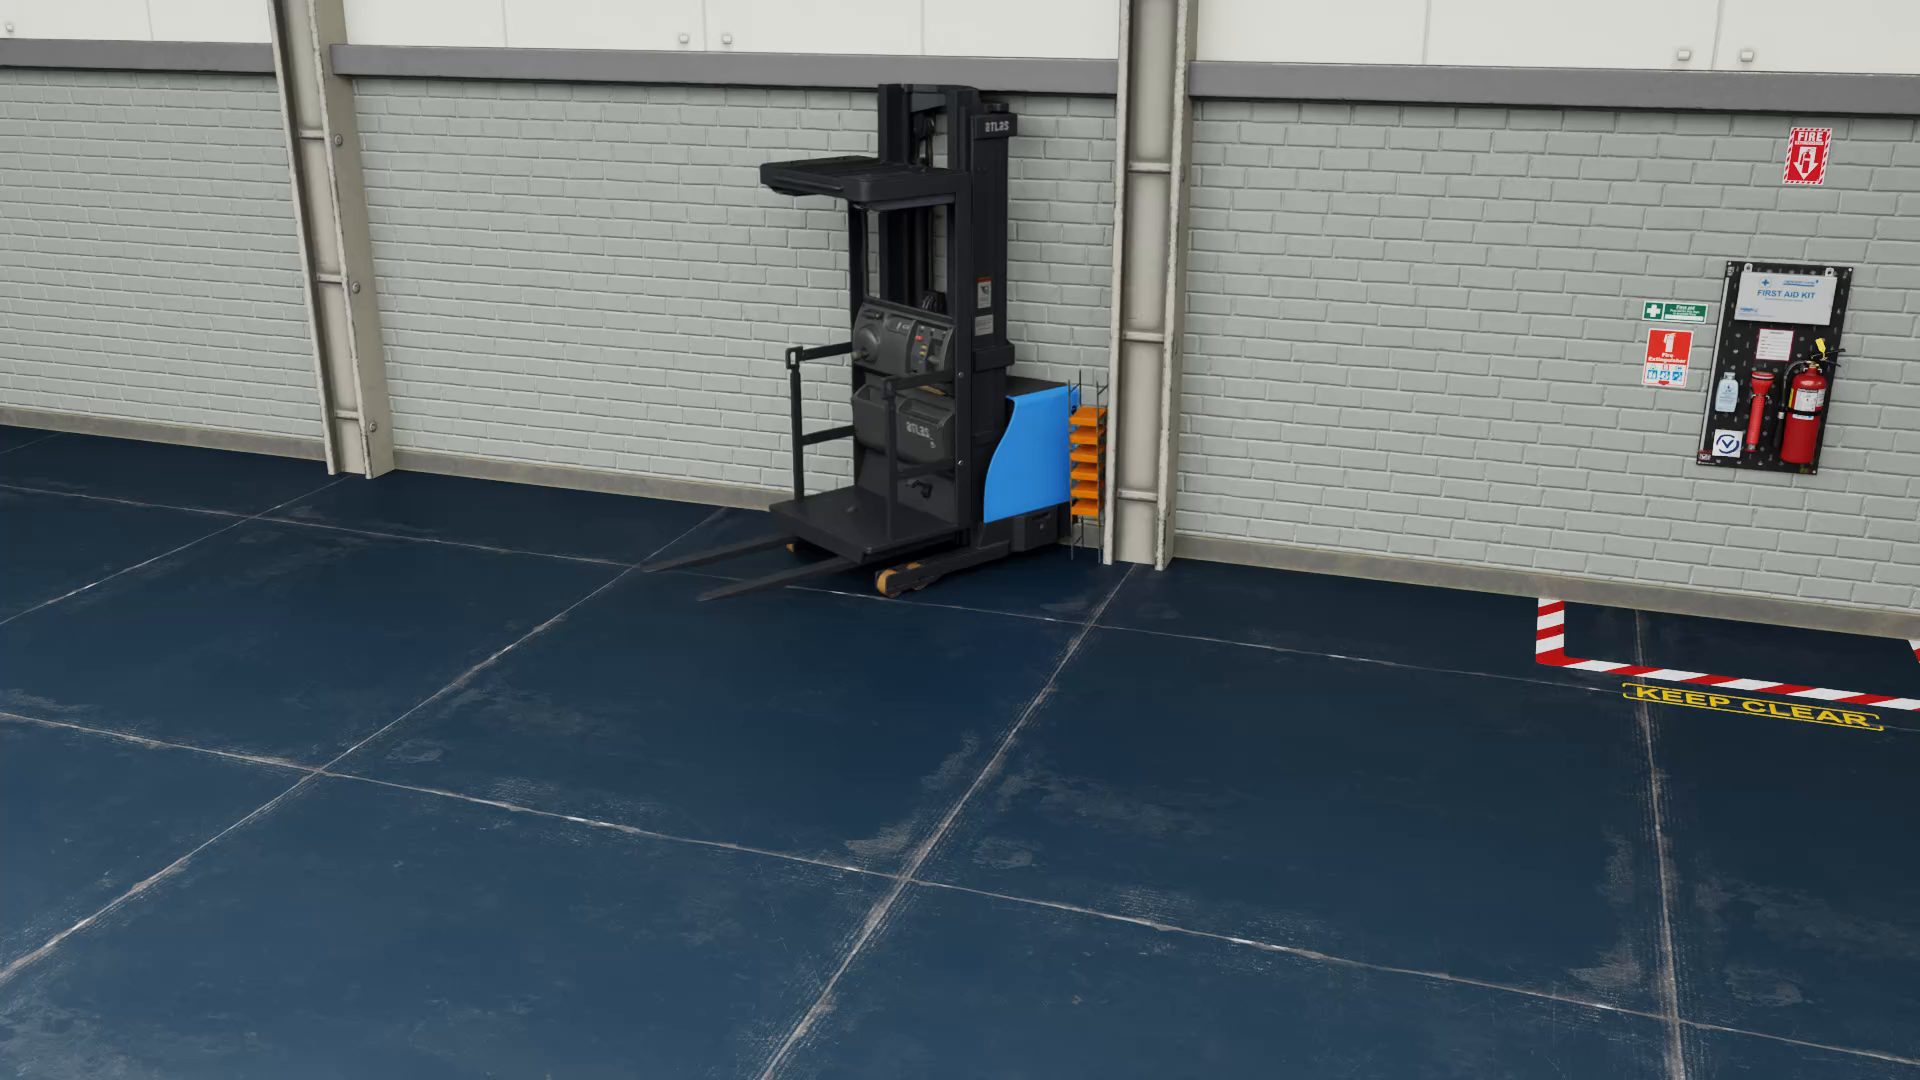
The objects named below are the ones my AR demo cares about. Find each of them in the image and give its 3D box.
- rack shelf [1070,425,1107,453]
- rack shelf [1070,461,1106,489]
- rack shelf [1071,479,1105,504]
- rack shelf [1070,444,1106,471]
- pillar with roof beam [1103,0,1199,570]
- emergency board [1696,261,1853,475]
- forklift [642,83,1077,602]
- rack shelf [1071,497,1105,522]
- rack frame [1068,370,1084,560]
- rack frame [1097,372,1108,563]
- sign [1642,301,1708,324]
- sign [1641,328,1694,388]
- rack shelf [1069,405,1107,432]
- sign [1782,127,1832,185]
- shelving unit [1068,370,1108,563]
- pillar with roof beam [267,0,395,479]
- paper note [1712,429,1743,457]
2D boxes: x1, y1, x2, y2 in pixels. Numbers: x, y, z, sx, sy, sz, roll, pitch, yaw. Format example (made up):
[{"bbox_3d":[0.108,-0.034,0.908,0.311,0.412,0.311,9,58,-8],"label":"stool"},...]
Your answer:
[{"bbox_3d":[0.816,-0.644,10.480,0.180,0.103,0.258,6,23,21],"label":"rack shelf"},{"bbox_3d":[0.826,-0.421,10.569,0.180,0.103,0.258,6,23,21],"label":"rack shelf"},{"bbox_3d":[0.831,-0.310,10.614,0.180,0.103,0.258,6,23,21],"label":"rack shelf"},{"bbox_3d":[0.821,-0.533,10.525,0.180,0.103,0.258,6,23,21],"label":"rack shelf"},{"bbox_3d":[-0.262,-2.786,5.399,0.400,9.000,9.100,7,20,18],"label":"pillar with roof beam"},{"bbox_3d":[4.497,-0.923,9.166,0.643,1.169,0.194,7,20,18],"label":"emergency board"},{"bbox_3d":[-0.517,-1.231,10.154,3.031,2.935,1.130,-15,24,-37],"label":"forklift"},{"bbox_3d":[0.837,-0.199,10.659,0.180,0.103,0.258,6,23,21],"label":"rack shelf"},{"bbox_3d":[0.740,-0.472,10.586,0.006,1.200,0.240,6,23,21],"label":"rack frame"},{"bbox_3d":[0.909,-0.453,10.520,0.006,1.200,0.240,6,23,21],"label":"rack frame"},{"bbox_3d":[4.010,-1.278,9.327,0.331,0.109,0.001,7,20,18],"label":"sign"},{"bbox_3d":[4.008,-1.031,9.424,0.234,0.329,0.001,7,20,18],"label":"sign"},{"bbox_3d":[0.811,-0.755,10.436,0.180,0.103,0.258,6,23,21],"label":"rack shelf"},{"bbox_3d":[4.522,-2.049,8.876,0.199,0.298,0.001,7,20,18],"label":"sign"},{"bbox_3d":[0.824,-0.463,10.553,0.189,1.200,0.258,6,23,21],"label":"shelving unit"},{"bbox_3d":[-5.930,-3.435,7.258,0.400,9.000,9.100,7,20,18],"label":"pillar with roof beam"},{"bbox_3d":[4.352,-0.547,9.428,0.142,0.148,0.016,7,20,18],"label":"paper note"}]
